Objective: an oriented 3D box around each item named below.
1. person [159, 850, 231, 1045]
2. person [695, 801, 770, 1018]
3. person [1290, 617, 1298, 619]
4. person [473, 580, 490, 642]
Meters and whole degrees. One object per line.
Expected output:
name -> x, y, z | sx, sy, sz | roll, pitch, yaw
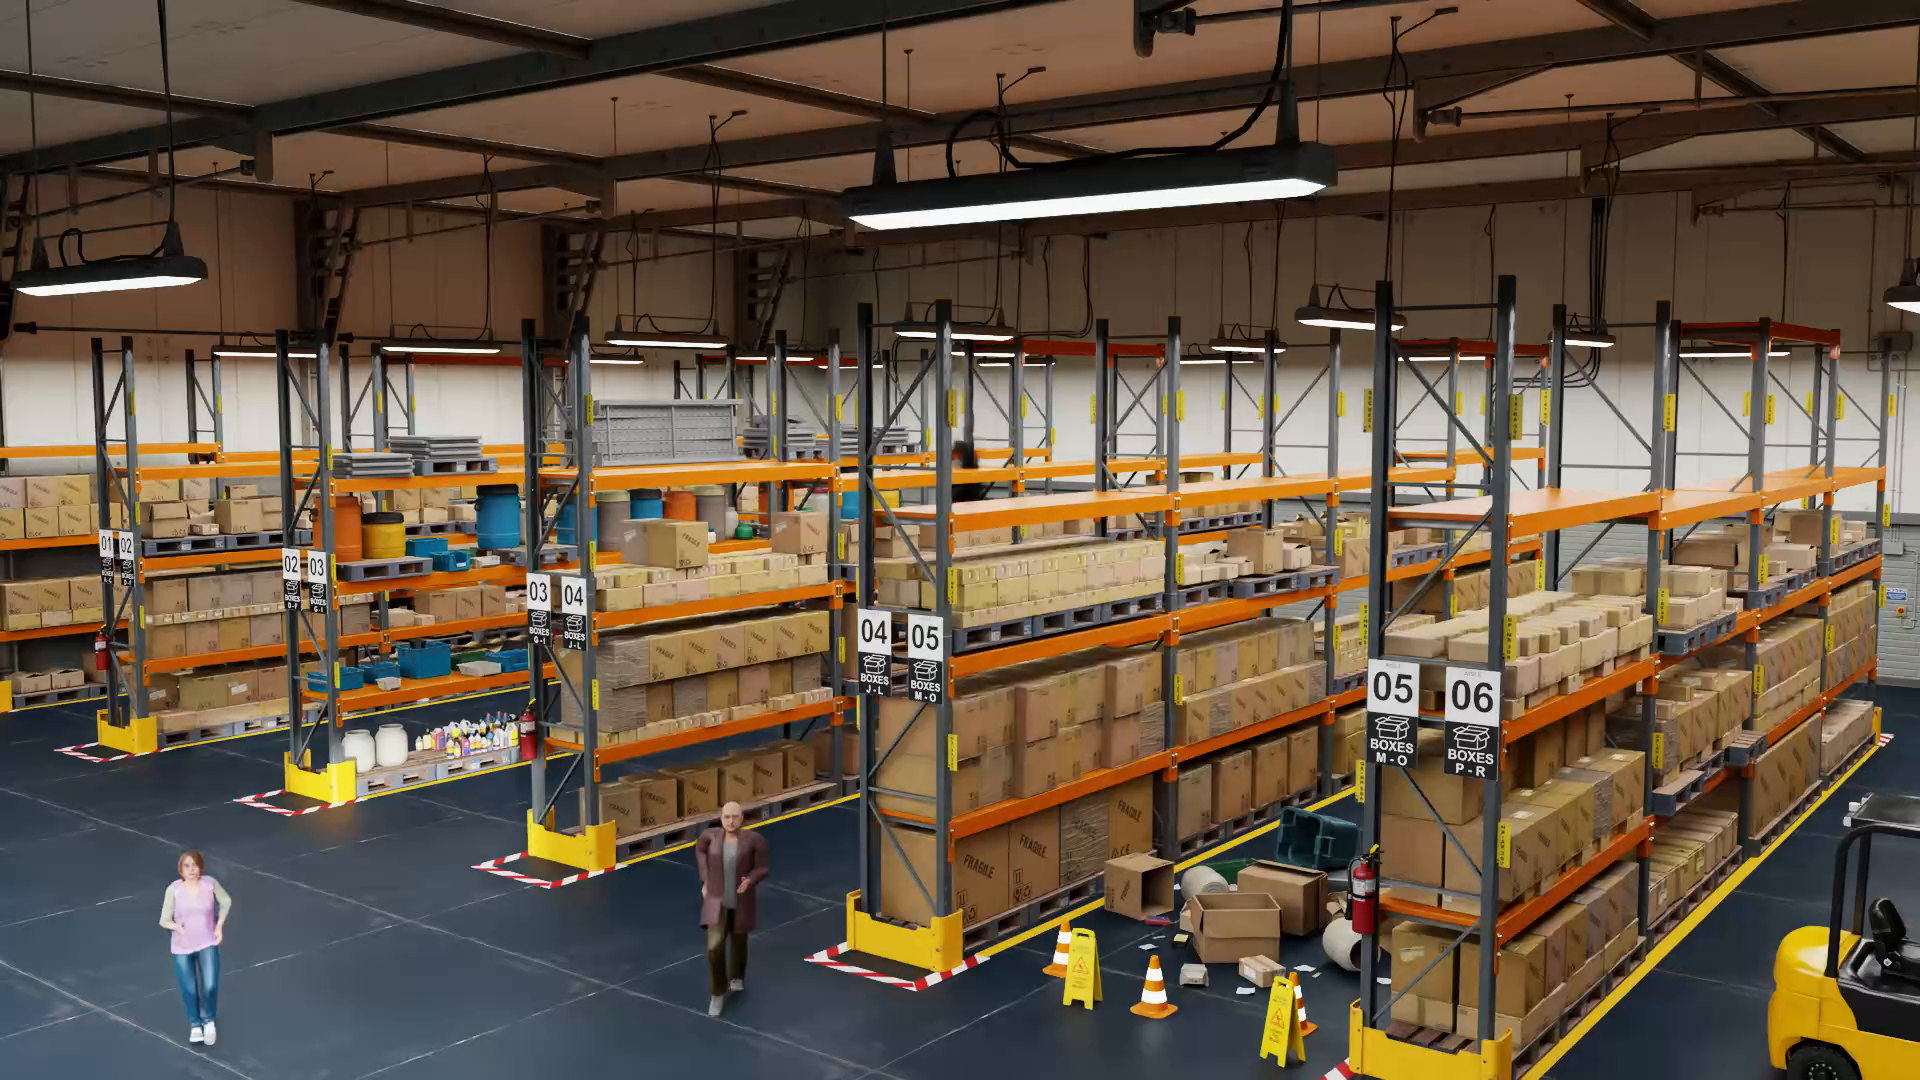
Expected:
person -> -6.012, 3.232, 13.101 | 0.517, 1.575, 0.596 | -2, 5, -24
person -> -1.921, 3.083, 14.035 | 0.629, 1.816, 0.928 | -1, 5, -6
person -> 5.102, 2.048, 25.344 | 0.689, 1.775, 0.963 | 4, 6, 37
person -> -9.236, 1.552, 32.000 | 0.527, 1.654, 0.531 | 2, 6, 26
